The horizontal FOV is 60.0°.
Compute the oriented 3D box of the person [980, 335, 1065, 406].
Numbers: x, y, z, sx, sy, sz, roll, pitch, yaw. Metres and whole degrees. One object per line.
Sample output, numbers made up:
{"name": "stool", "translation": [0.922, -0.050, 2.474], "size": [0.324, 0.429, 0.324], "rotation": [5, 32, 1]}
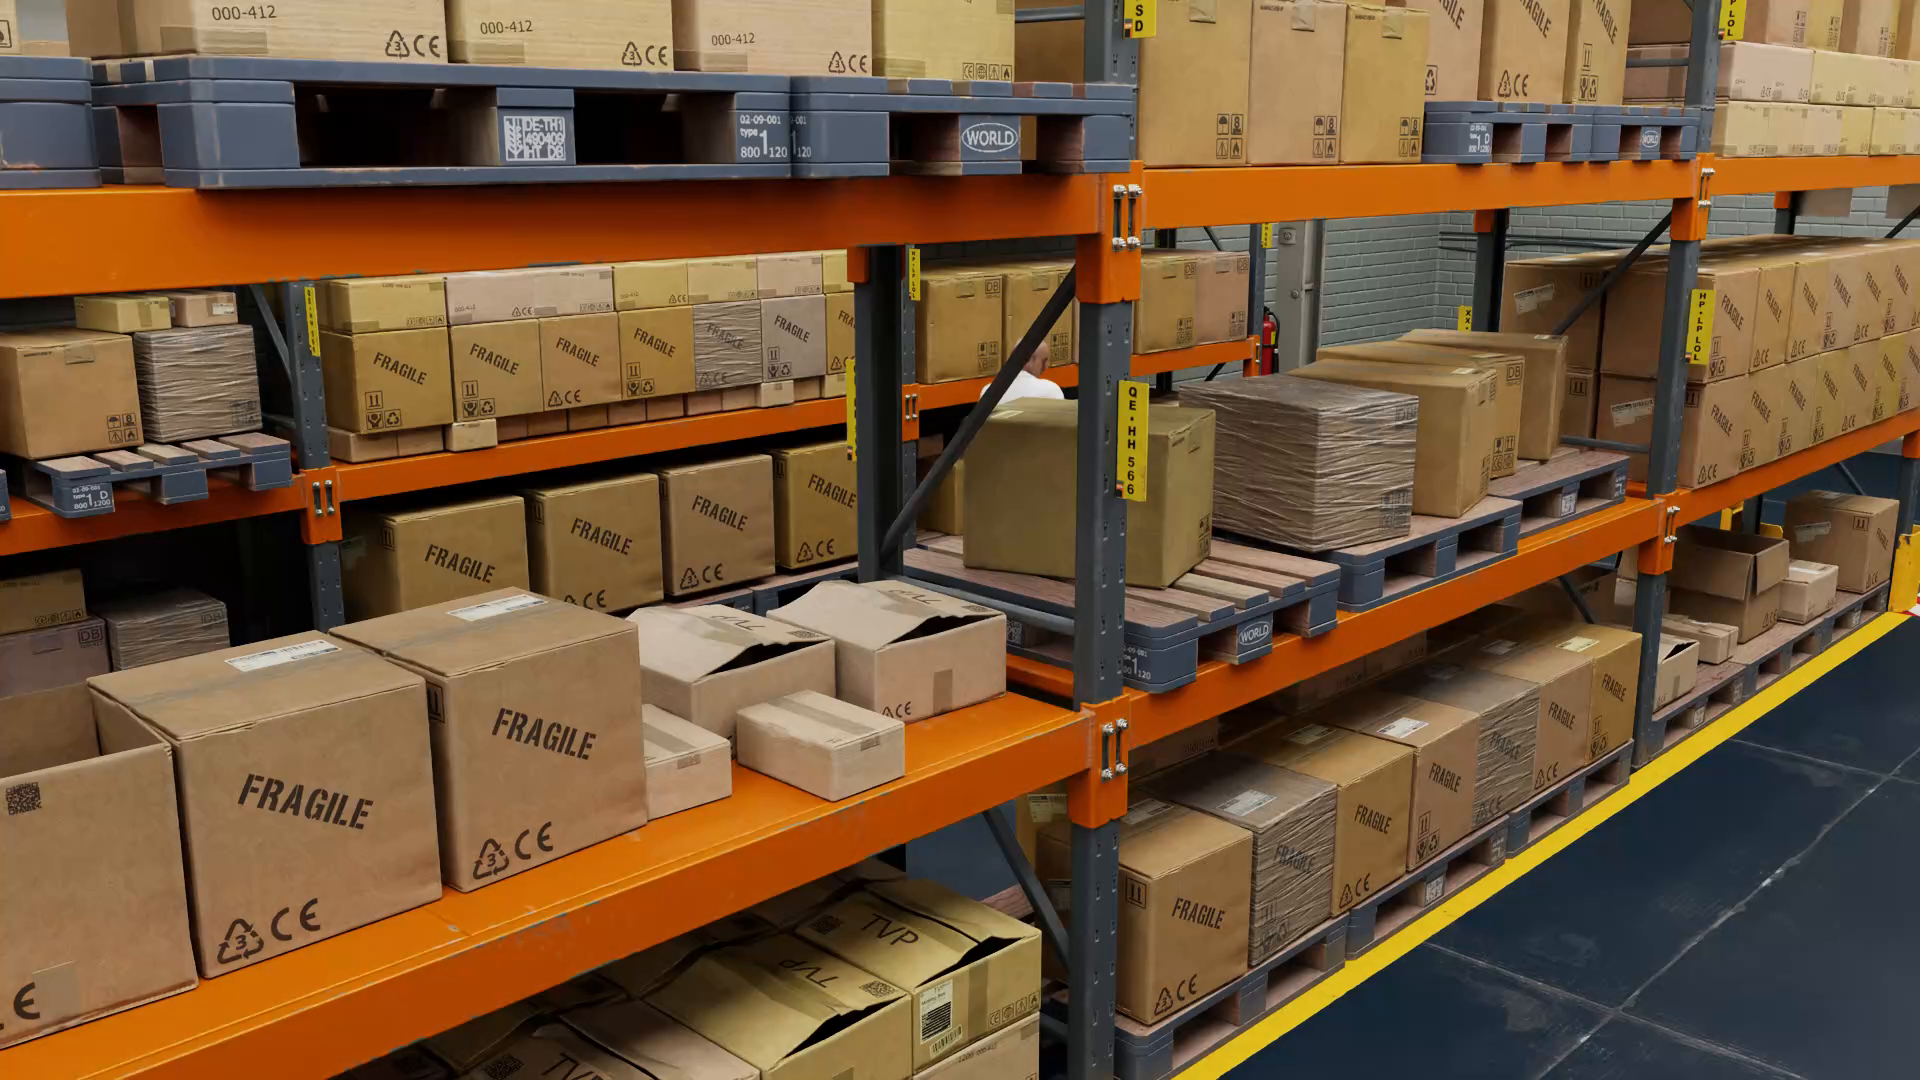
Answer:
{"name": "person", "translation": [0.382, -0.323, 9.799], "size": [0.645, 1.762, 0.743], "rotation": [5, 14, 20]}
